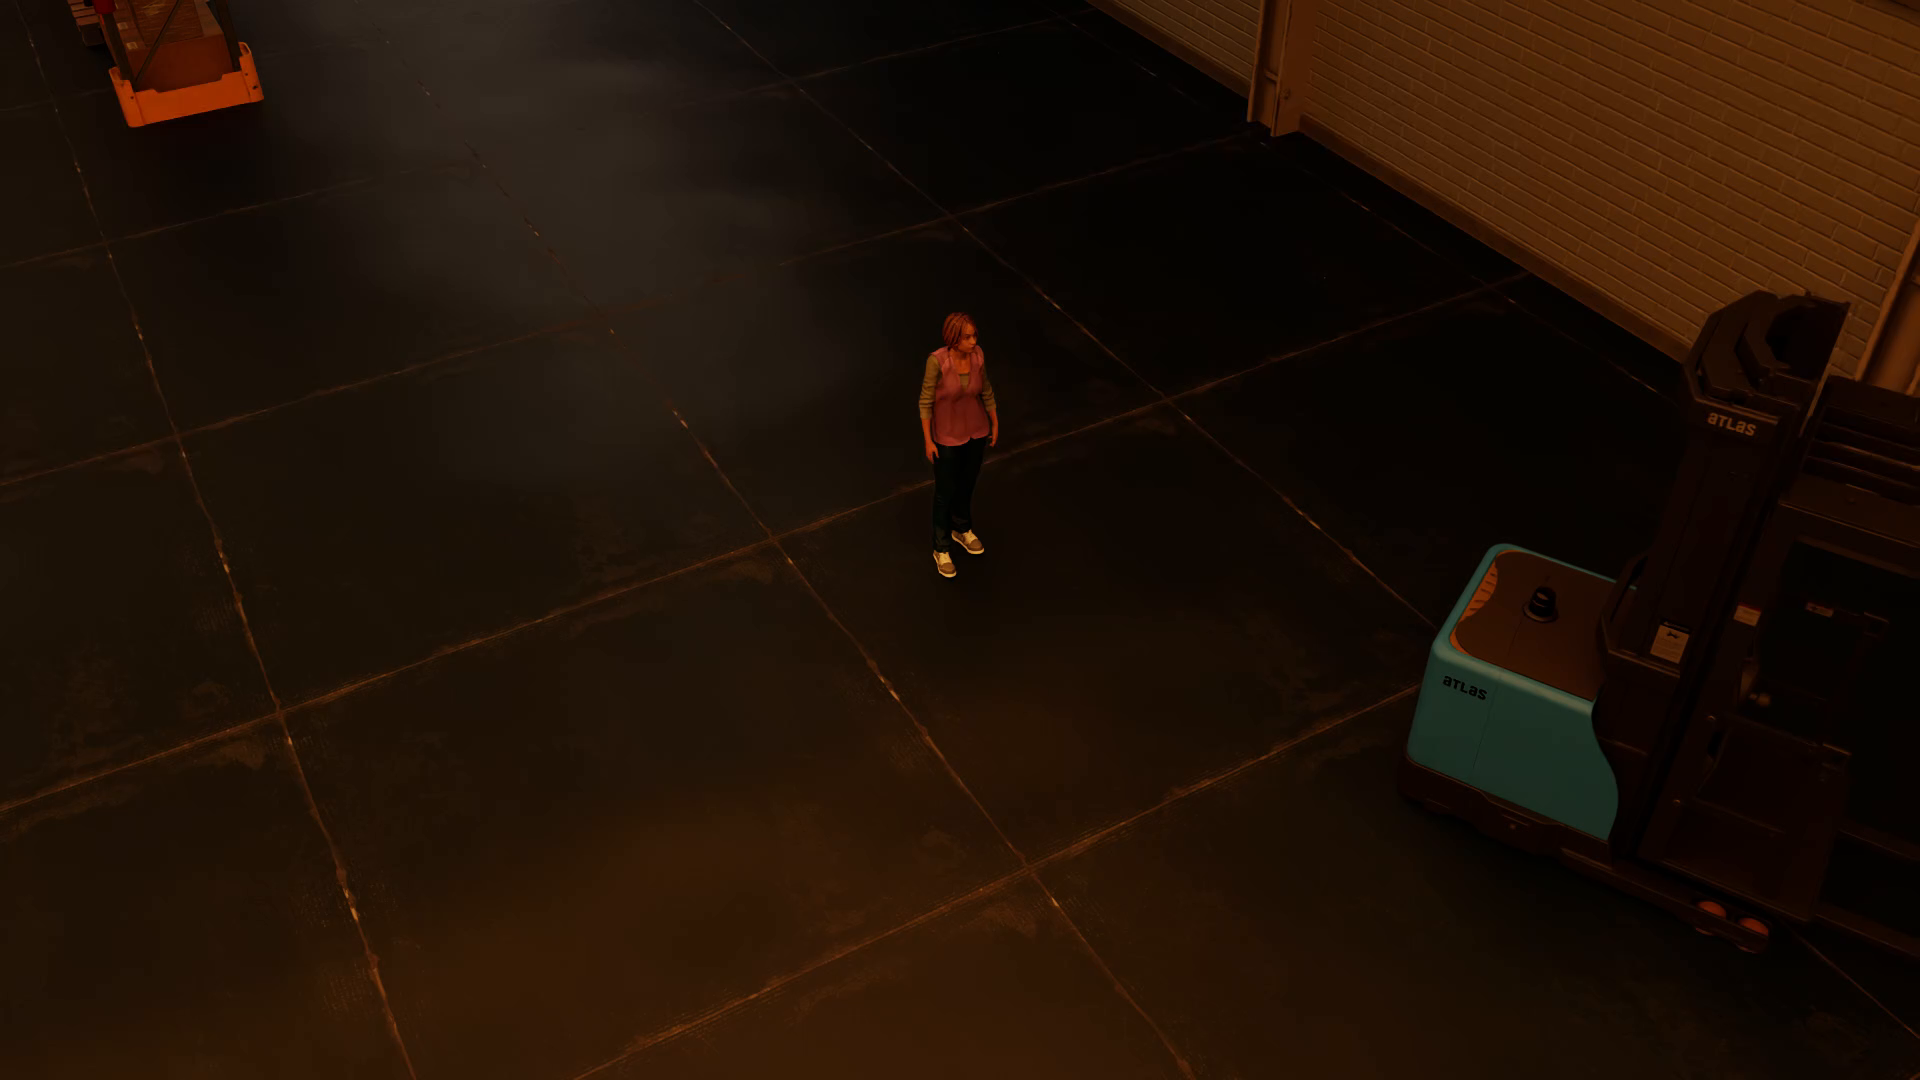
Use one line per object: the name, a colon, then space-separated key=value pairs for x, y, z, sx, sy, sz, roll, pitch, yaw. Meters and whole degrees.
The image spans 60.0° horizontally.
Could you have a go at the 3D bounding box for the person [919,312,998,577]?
person: x=0.024 y=-0.570 z=9.768 sx=0.520 sy=1.582 sz=0.476 roll=-20 pitch=44 yaw=-23

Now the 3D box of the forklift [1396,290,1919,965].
forklift: x=3.799 y=0.453 z=7.490 sx=3.031 sy=2.935 sz=1.130 roll=22 pitch=44 yaw=24
